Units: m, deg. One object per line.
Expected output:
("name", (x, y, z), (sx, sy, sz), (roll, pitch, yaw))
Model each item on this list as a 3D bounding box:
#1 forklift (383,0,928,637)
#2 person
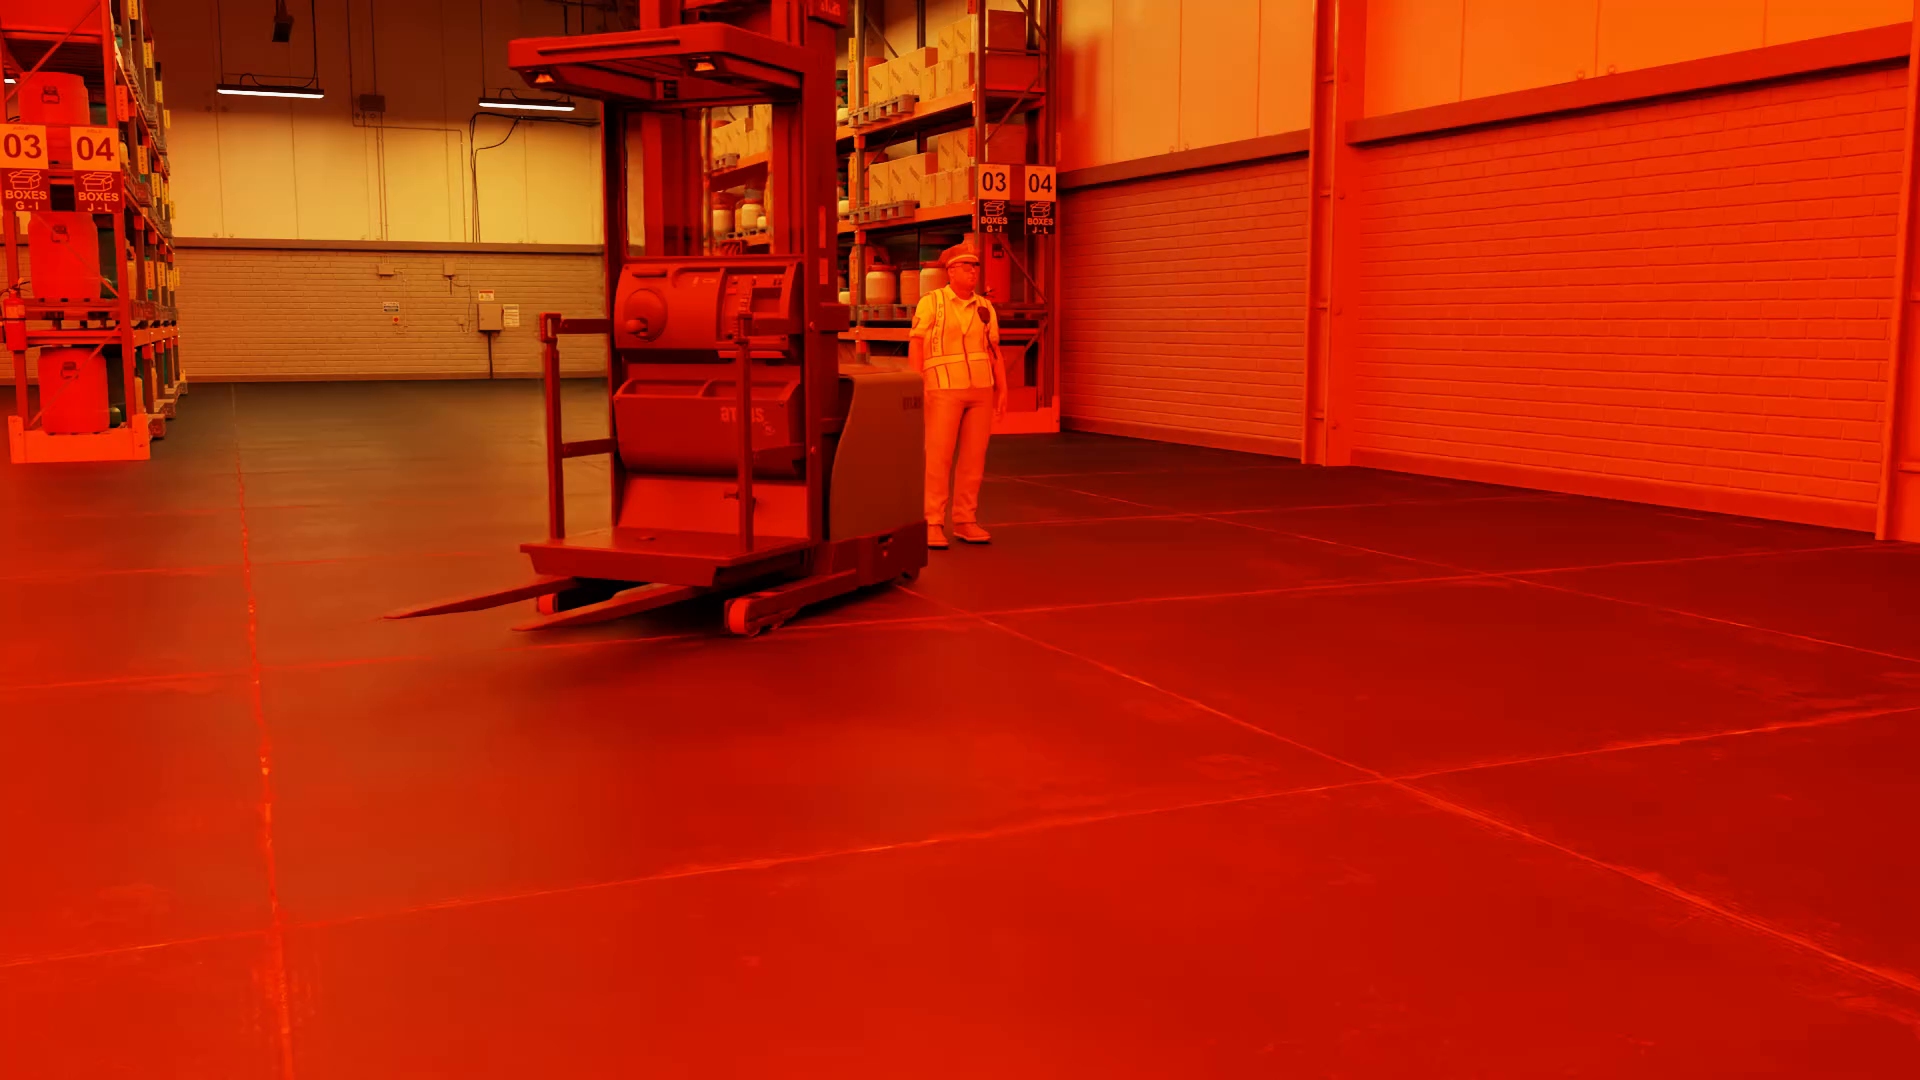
("forklift", (-1.242, -1.106, 7.331), (1.130, 2.935, 3.031), (3, 8, 24))
("person", (0.020, -0.881, 9.961), (0.640, 1.781, 0.575), (-3, 8, -23))
